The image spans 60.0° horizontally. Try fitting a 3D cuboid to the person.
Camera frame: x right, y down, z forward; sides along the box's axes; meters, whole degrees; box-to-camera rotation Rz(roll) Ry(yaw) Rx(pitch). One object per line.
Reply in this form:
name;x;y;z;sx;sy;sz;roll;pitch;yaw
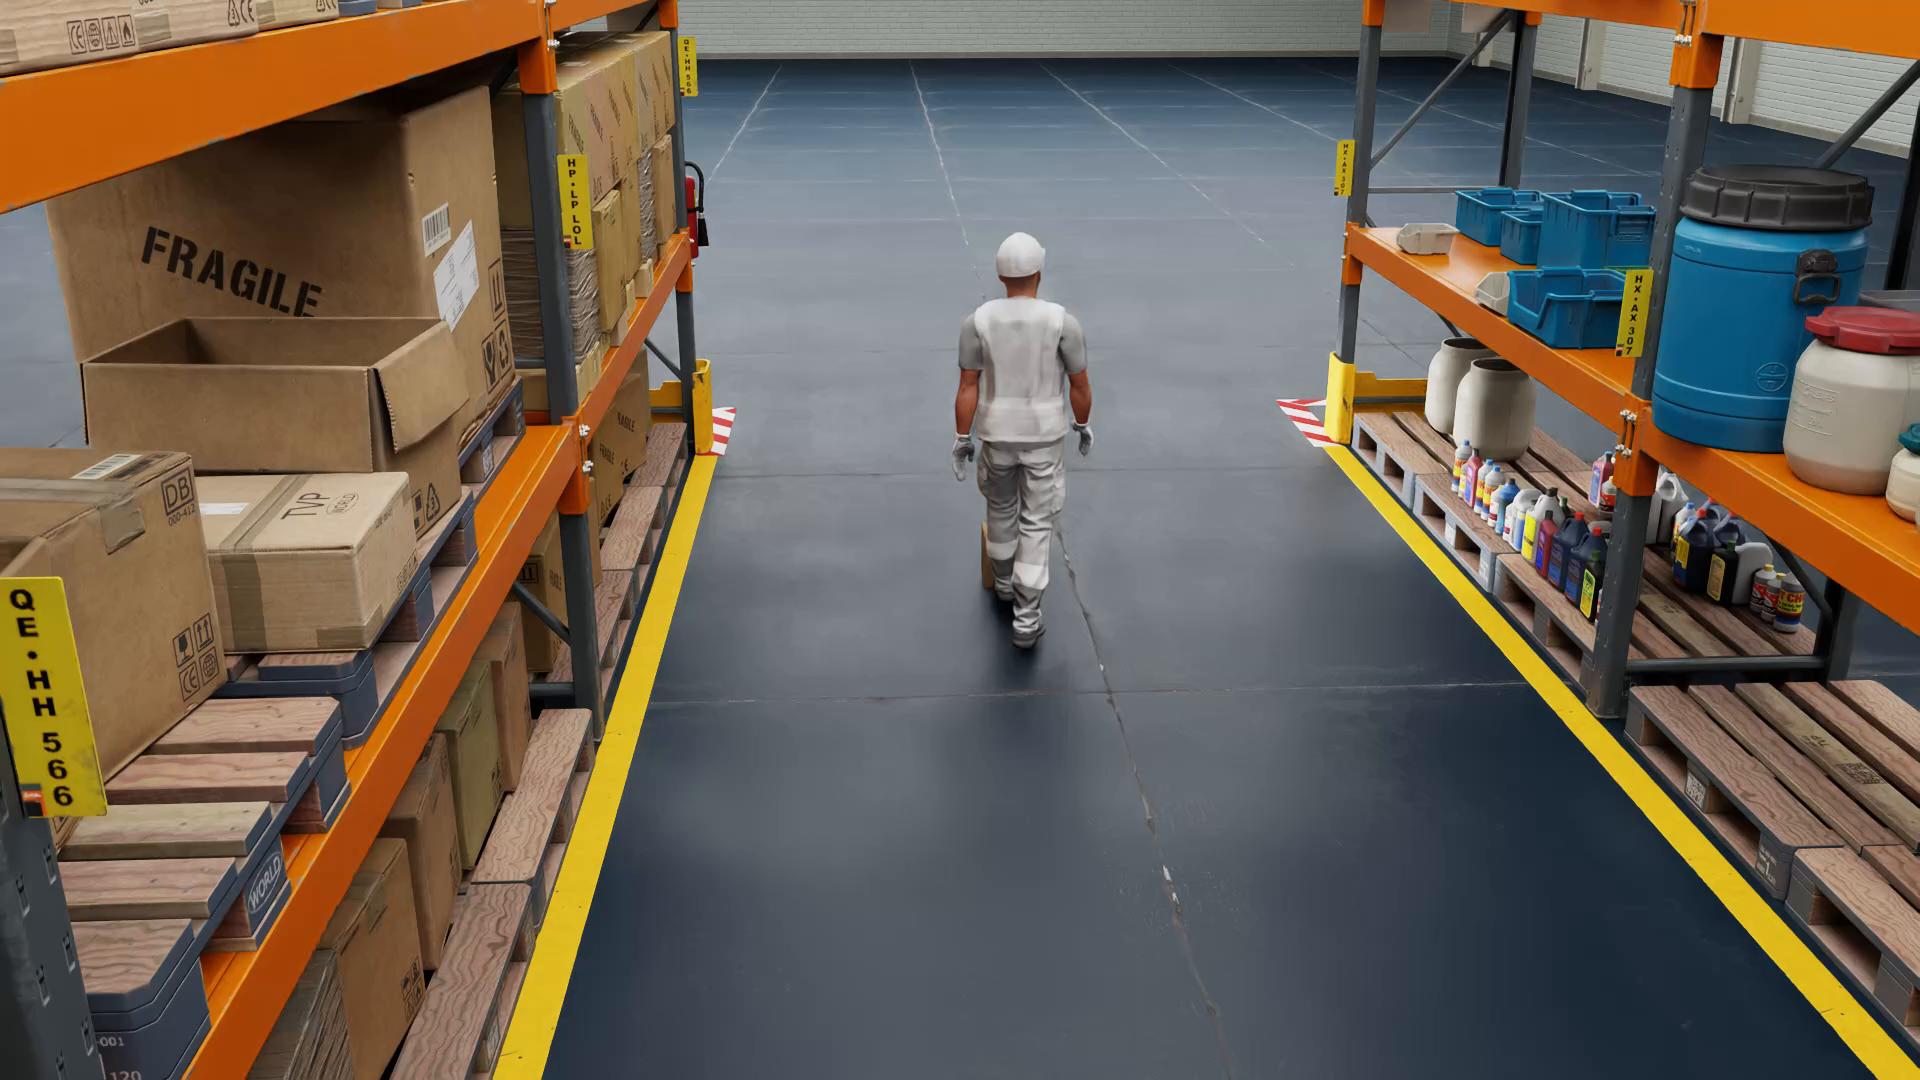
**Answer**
person;0.295;-0.488;7.287;0.580;1.761;0.791;5;21;12
